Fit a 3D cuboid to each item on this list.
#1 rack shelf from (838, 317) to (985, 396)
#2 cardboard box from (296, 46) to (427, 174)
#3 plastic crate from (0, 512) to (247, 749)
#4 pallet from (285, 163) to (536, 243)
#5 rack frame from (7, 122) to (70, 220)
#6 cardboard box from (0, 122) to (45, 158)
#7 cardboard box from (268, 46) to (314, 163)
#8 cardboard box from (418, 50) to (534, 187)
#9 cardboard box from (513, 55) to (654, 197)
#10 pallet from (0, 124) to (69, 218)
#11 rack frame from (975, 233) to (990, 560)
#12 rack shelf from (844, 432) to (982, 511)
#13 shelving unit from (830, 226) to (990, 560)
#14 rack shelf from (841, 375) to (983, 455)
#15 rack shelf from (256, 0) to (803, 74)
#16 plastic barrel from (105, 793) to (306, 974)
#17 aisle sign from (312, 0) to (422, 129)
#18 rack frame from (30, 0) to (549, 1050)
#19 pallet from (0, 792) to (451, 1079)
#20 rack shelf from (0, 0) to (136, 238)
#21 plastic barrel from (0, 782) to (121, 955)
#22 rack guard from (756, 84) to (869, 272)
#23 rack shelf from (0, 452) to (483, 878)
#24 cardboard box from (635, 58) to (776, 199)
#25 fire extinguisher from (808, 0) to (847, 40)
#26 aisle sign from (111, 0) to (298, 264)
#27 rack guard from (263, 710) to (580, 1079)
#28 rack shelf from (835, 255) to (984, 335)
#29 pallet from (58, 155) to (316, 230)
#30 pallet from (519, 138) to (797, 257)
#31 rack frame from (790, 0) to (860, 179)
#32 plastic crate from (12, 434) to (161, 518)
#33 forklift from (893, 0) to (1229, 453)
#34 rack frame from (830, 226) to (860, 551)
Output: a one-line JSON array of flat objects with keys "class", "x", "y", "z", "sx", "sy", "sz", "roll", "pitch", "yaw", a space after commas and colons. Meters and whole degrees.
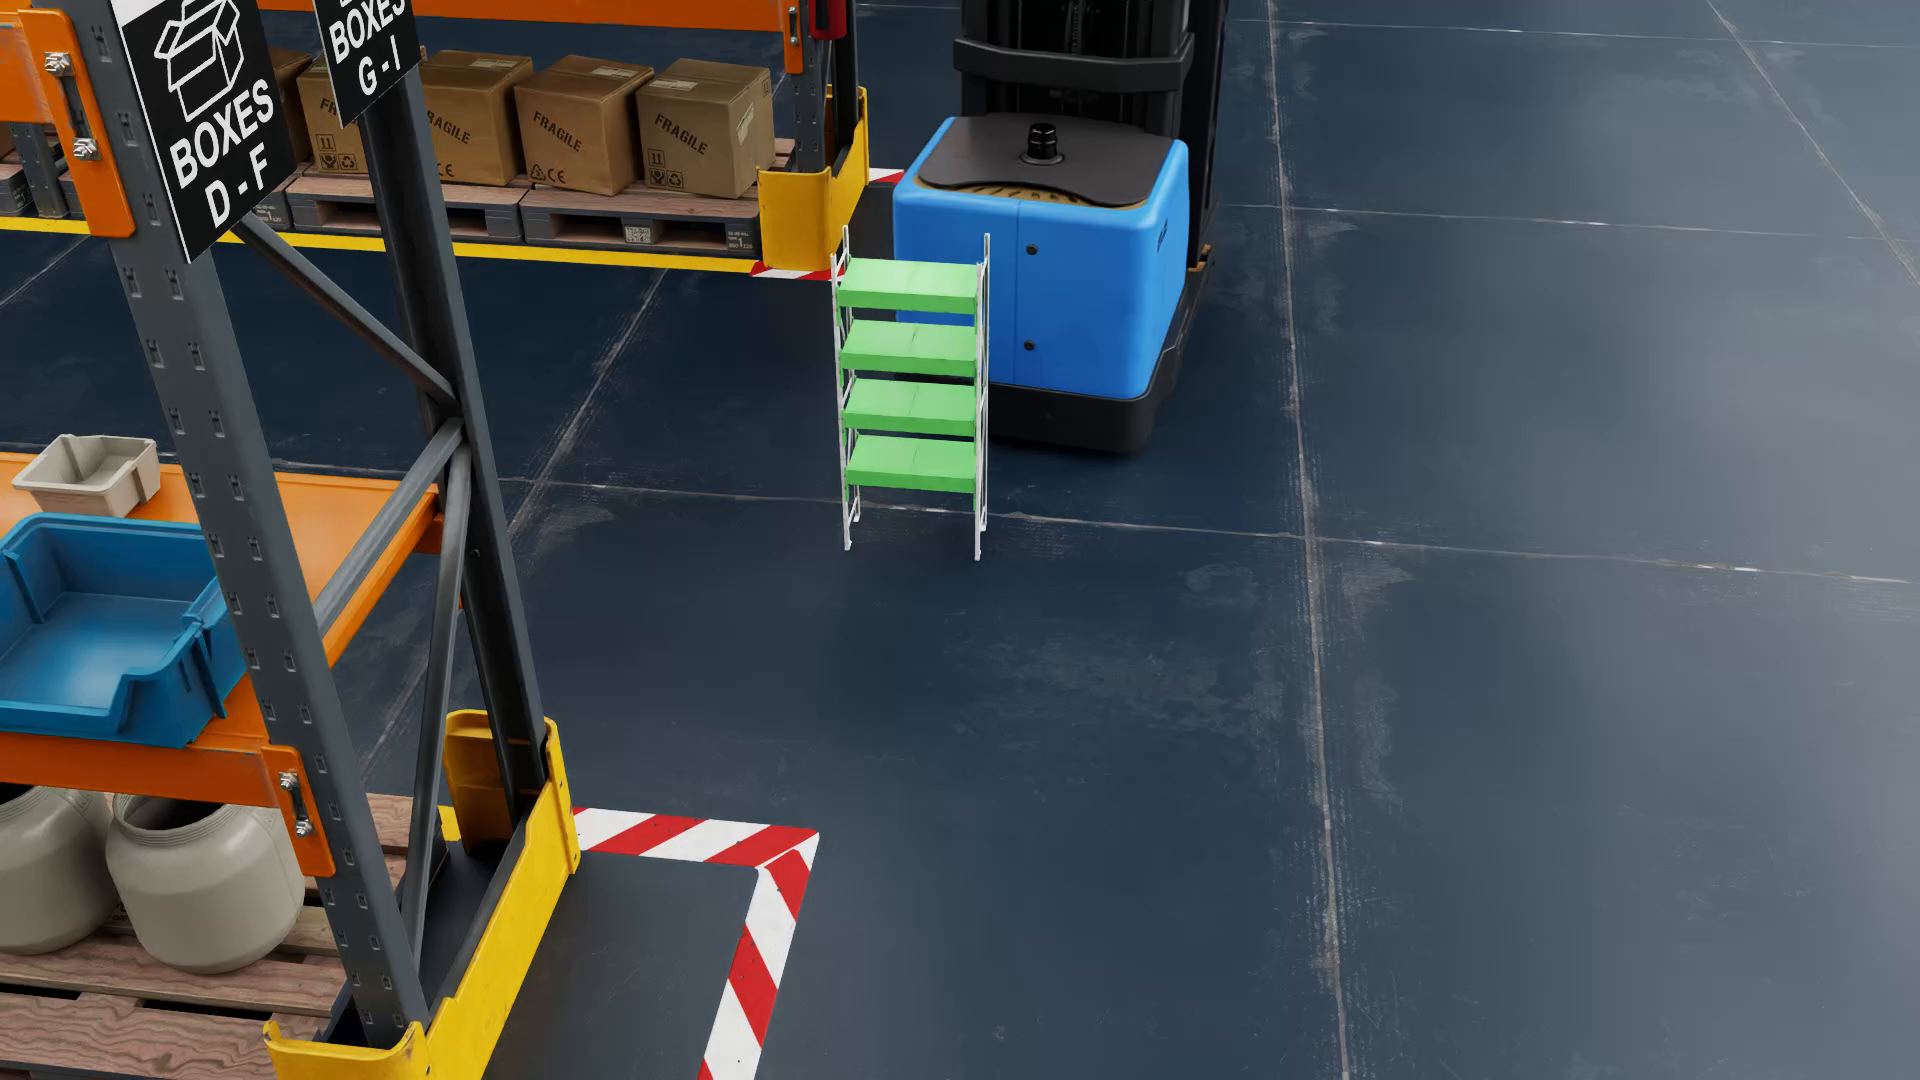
[{"class": "rack shelf", "x": -0.164, "y": -0.644, "z": 5.816, "sx": 0.480, "sy": 0.148, "sz": 0.258, "roll": 4, "pitch": 36, "yaw": 6}, {"class": "cardboard box", "x": -3.032, "y": -2.221, "z": 8.570, "sx": 0.500, "sy": 0.500, "sz": 0.500, "roll": 1, "pitch": 36, "yaw": 2}, {"class": "plastic crate", "x": -1.816, "y": 0.187, "z": 3.534, "sx": 0.616, "sy": 0.251, "sz": 0.499, "roll": 4, "pitch": 36, "yaw": 6}, {"class": "pallet", "x": -2.734, "y": -1.906, "z": 8.739, "sx": 1.213, "sy": 0.211, "sz": 1.003, "roll": 4, "pitch": 36, "yaw": 6}, {"class": "rack frame", "x": -4.618, "y": -3.159, "z": 8.094, "sx": 0.127, "sy": 3.000, "sz": 1.000, "roll": 4, "pitch": 36, "yaw": 6}, {"class": "cardboard box", "x": -5.224, "y": -2.379, "z": 8.774, "sx": 0.500, "sy": 0.500, "sz": 0.700, "roll": 2, "pitch": 36, "yaw": 2}, {"class": "cardboard box", "x": -3.657, "y": -2.222, "z": 8.571, "sx": 0.500, "sy": 0.500, "sz": 0.500, "roll": 16, "pitch": 38, "yaw": 21}, {"class": "cardboard box", "x": -2.484, "y": -2.154, "z": 8.476, "sx": 0.500, "sy": 0.500, "sz": 0.500, "roll": 7, "pitch": 36, "yaw": 10}, {"class": "cardboard box", "x": -1.865, "y": -2.097, "z": 8.396, "sx": 0.500, "sy": 0.500, "sz": 0.500, "roll": 14, "pitch": 38, "yaw": 18}, {"class": "pallet", "x": -5.391, "y": -2.081, "z": 8.984, "sx": 1.213, "sy": 0.211, "sz": 1.003, "roll": 4, "pitch": 36, "yaw": 6}, {"class": "rack frame", "x": 0.078, "y": -0.483, "z": 5.893, "sx": 0.015, "sy": 1.200, "sz": 0.240, "roll": 4, "pitch": 36, "yaw": 6}, {"class": "rack shelf", "x": -0.164, "y": -0.253, "z": 6.095, "sx": 0.480, "sy": 0.148, "sz": 0.258, "roll": 4, "pitch": 36, "yaw": 6}, {"class": "shelving unit", "x": -0.164, "y": -0.501, "z": 5.919, "sx": 0.503, "sy": 1.200, "sz": 0.258, "roll": 4, "pitch": 36, "yaw": 6}, {"class": "rack shelf", "x": -0.164, "y": -0.449, "z": 5.956, "sx": 0.480, "sy": 0.148, "sz": 0.258, "roll": 4, "pitch": 36, "yaw": 6}, {"class": "rack shelf", "x": -2.634, "y": -2.718, "z": 8.096, "sx": 4.000, "sy": 0.370, "sz": 1.077, "roll": 4, "pitch": 36, "yaw": 6}, {"class": "plastic barrel", "x": -1.944, "y": 0.828, "z": 4.288, "sx": 0.421, "sy": 0.512, "sz": 0.421, "roll": 0, "pitch": 36, "yaw": 0}, {"class": "aisle sign", "x": -1.173, "y": -1.231, "z": 3.155, "sx": 0.004, "sy": 0.787, "sz": 0.394, "roll": 4, "pitch": 36, "yaw": 6}, {"class": "rack frame", "x": -1.282, "y": -0.009, "z": 3.681, "sx": 0.127, "sy": 3.000, "sz": 1.000, "roll": 4, "pitch": 36, "yaw": 6}, {"class": "pallet", "x": -2.168, "y": 1.084, "z": 4.549, "sx": 1.213, "sy": 0.211, "sz": 1.003, "roll": 4, "pitch": 36, "yaw": 6}, {"class": "rack shelf", "x": -3.265, "y": -1.085, "z": 3.226, "sx": 4.000, "sy": 0.370, "sz": 1.077, "roll": 4, "pitch": 36, "yaw": 6}, {"class": "plastic barrel", "x": -2.441, "y": 0.791, "z": 4.340, "sx": 0.421, "sy": 0.512, "sz": 0.421, "roll": 0, "pitch": 36, "yaw": 0}, {"class": "rack guard", "x": -0.726, "y": -1.851, "z": 8.414, "sx": 0.348, "sy": 0.500, "sz": 1.175, "roll": 4, "pitch": 36, "yaw": 6}, {"class": "rack shelf", "x": -3.265, "y": 0.136, "z": 4.097, "sx": 4.000, "sy": 0.370, "sz": 1.077, "roll": 4, "pitch": 36, "yaw": 6}, {"class": "cardboard box", "x": -1.268, "y": -2.072, "z": 8.362, "sx": 0.500, "sy": 0.500, "sz": 0.500, "roll": 11, "pitch": 37, "yaw": 15}, {"class": "fire extinguisher", "x": -0.596, "y": -2.558, "z": 7.318, "sx": 0.183, "sy": 0.674, "sz": 0.296, "roll": 4, "pitch": 36, "yaw": 6}, {"class": "aisle sign", "x": -1.248, "y": -0.891, "z": 2.678, "sx": 0.004, "sy": 0.787, "sz": 0.394, "roll": 4, "pitch": 36, "yaw": 6}, {"class": "rack guard", "x": -1.363, "y": 1.030, "z": 4.377, "sx": 0.348, "sy": 0.500, "sz": 1.175, "roll": 4, "pitch": 36, "yaw": 6}, {"class": "rack shelf", "x": -0.164, "y": -0.839, "z": 5.677, "sx": 0.480, "sy": 0.148, "sz": 0.258, "roll": 4, "pitch": 36, "yaw": 6}, {"class": "pallet", "x": -3.948, "y": -1.995, "z": 8.863, "sx": 1.213, "sy": 0.211, "sz": 1.003, "roll": 4, "pitch": 36, "yaw": 6}, {"class": "pallet", "x": -1.527, "y": -1.814, "z": 8.610, "sx": 1.213, "sy": 0.211, "sz": 1.003, "roll": 4, "pitch": 36, "yaw": 6}, {"class": "rack frame", "x": -0.651, "y": -2.863, "z": 7.680, "sx": 0.127, "sy": 3.000, "sz": 1.000, "roll": 4, "pitch": 36, "yaw": 6}, {"class": "plastic crate", "x": -2.128, "y": -0.154, "z": 4.110, "sx": 0.250, "sy": 0.136, "sz": 0.298, "roll": 4, "pitch": 36, "yaw": 6}, {"class": "forklift", "x": 0.610, "y": -2.394, "z": 7.082, "sx": 1.130, "sy": 2.935, "sz": 3.031, "roll": 9, "pitch": 36, "yaw": 12}, {"class": "rack frame", "x": -0.406, "y": -0.519, "z": 5.944, "sx": 0.015, "sy": 1.200, "sz": 0.240, "roll": 4, "pitch": 36, "yaw": 6}]
